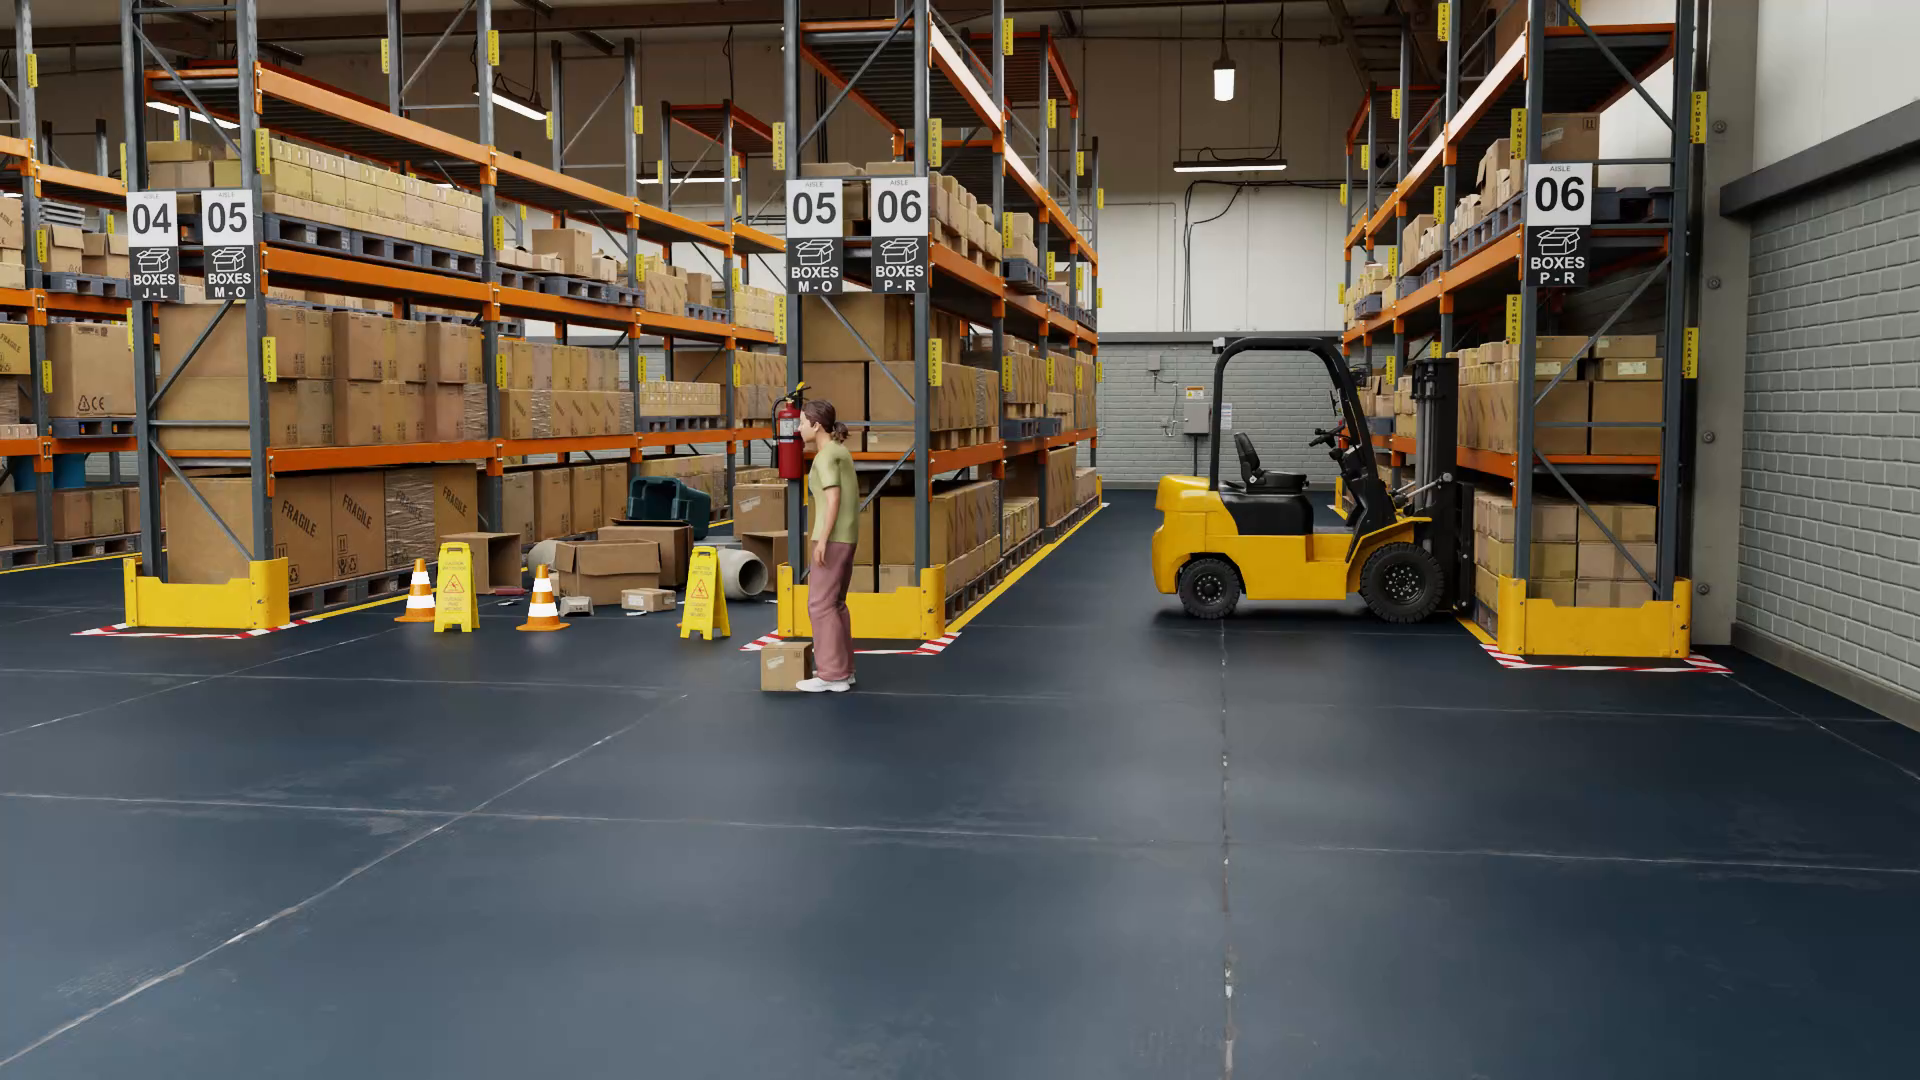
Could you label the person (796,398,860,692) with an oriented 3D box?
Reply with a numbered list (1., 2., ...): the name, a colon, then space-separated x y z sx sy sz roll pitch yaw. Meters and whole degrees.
1. person: -0.755 0.025 9.545 0.351 1.672 0.521 0 5 5
